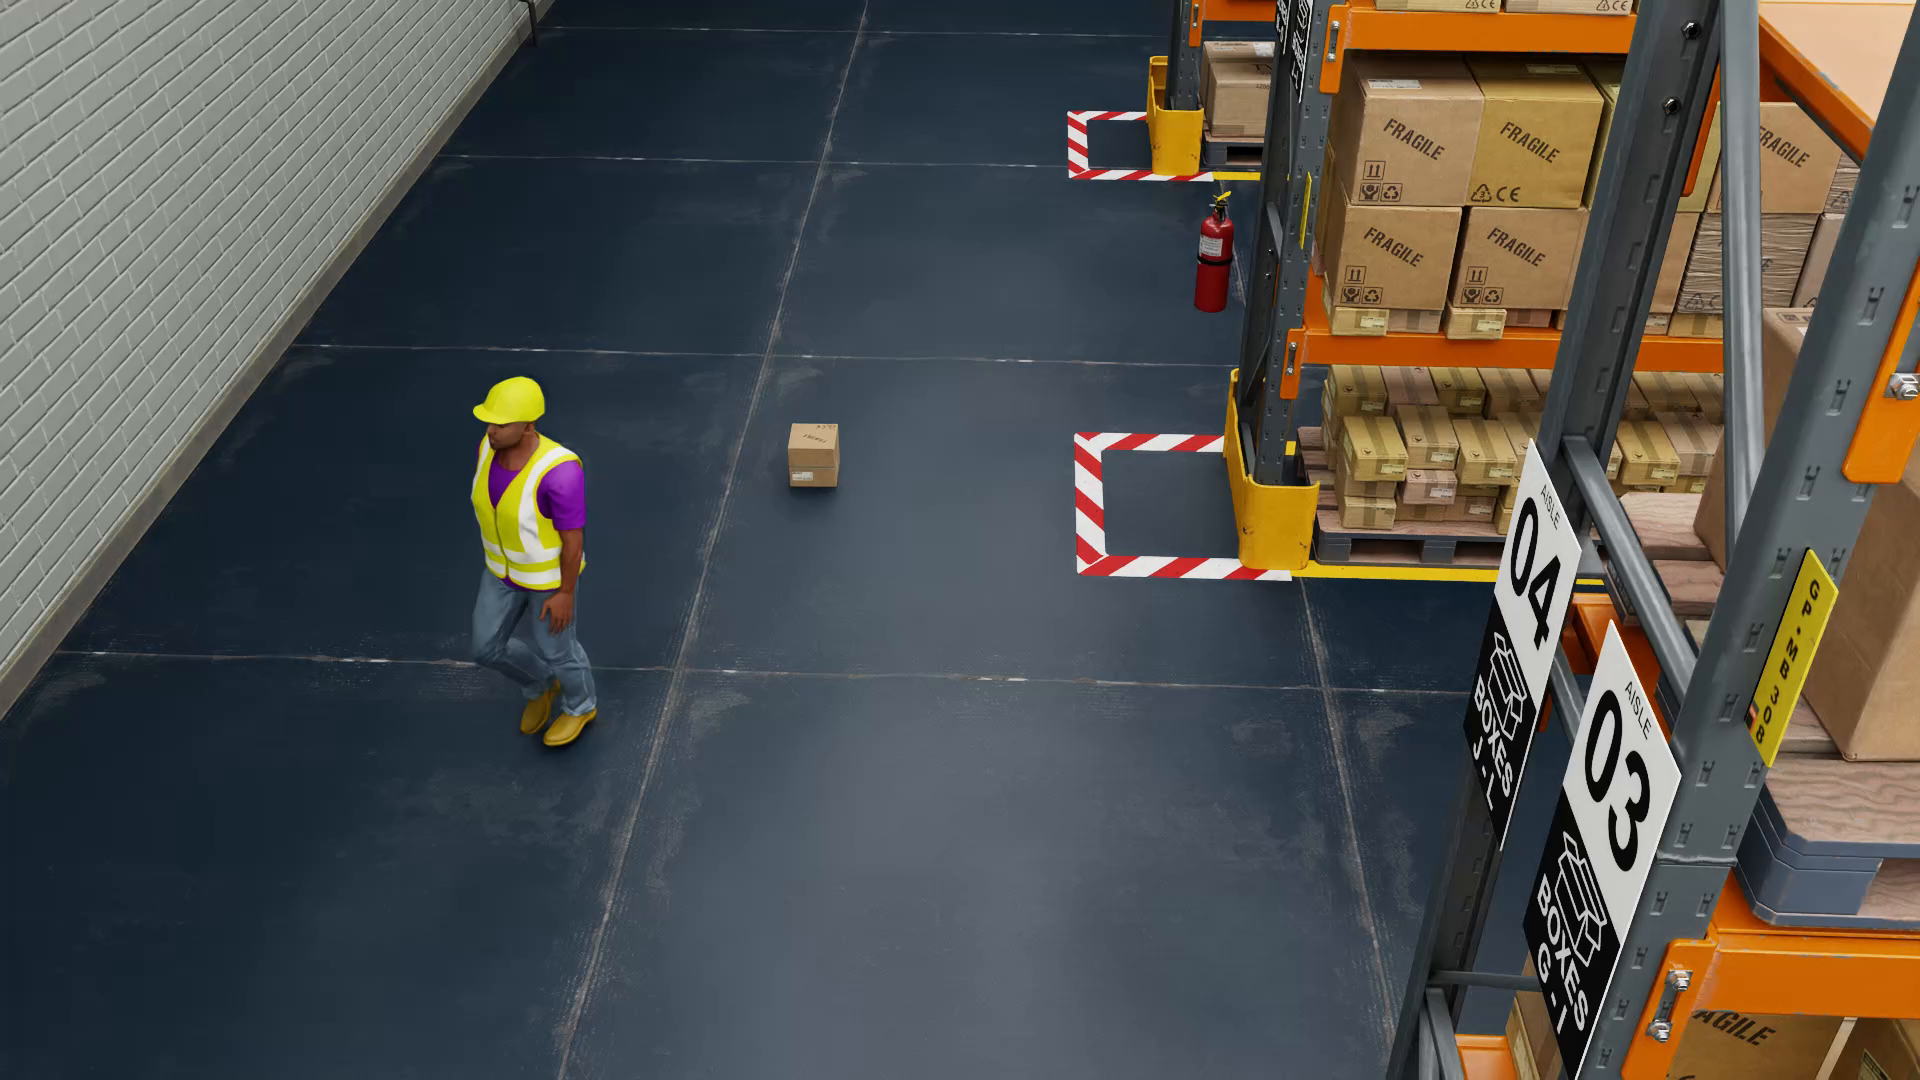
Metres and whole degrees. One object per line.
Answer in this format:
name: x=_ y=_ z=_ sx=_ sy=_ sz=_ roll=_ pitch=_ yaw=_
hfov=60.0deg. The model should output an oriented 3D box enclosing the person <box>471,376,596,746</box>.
person: x=-1.783 y=0.158 z=6.862 sx=0.563 sy=1.797 sz=0.461 roll=19 pitch=40 yaw=24
